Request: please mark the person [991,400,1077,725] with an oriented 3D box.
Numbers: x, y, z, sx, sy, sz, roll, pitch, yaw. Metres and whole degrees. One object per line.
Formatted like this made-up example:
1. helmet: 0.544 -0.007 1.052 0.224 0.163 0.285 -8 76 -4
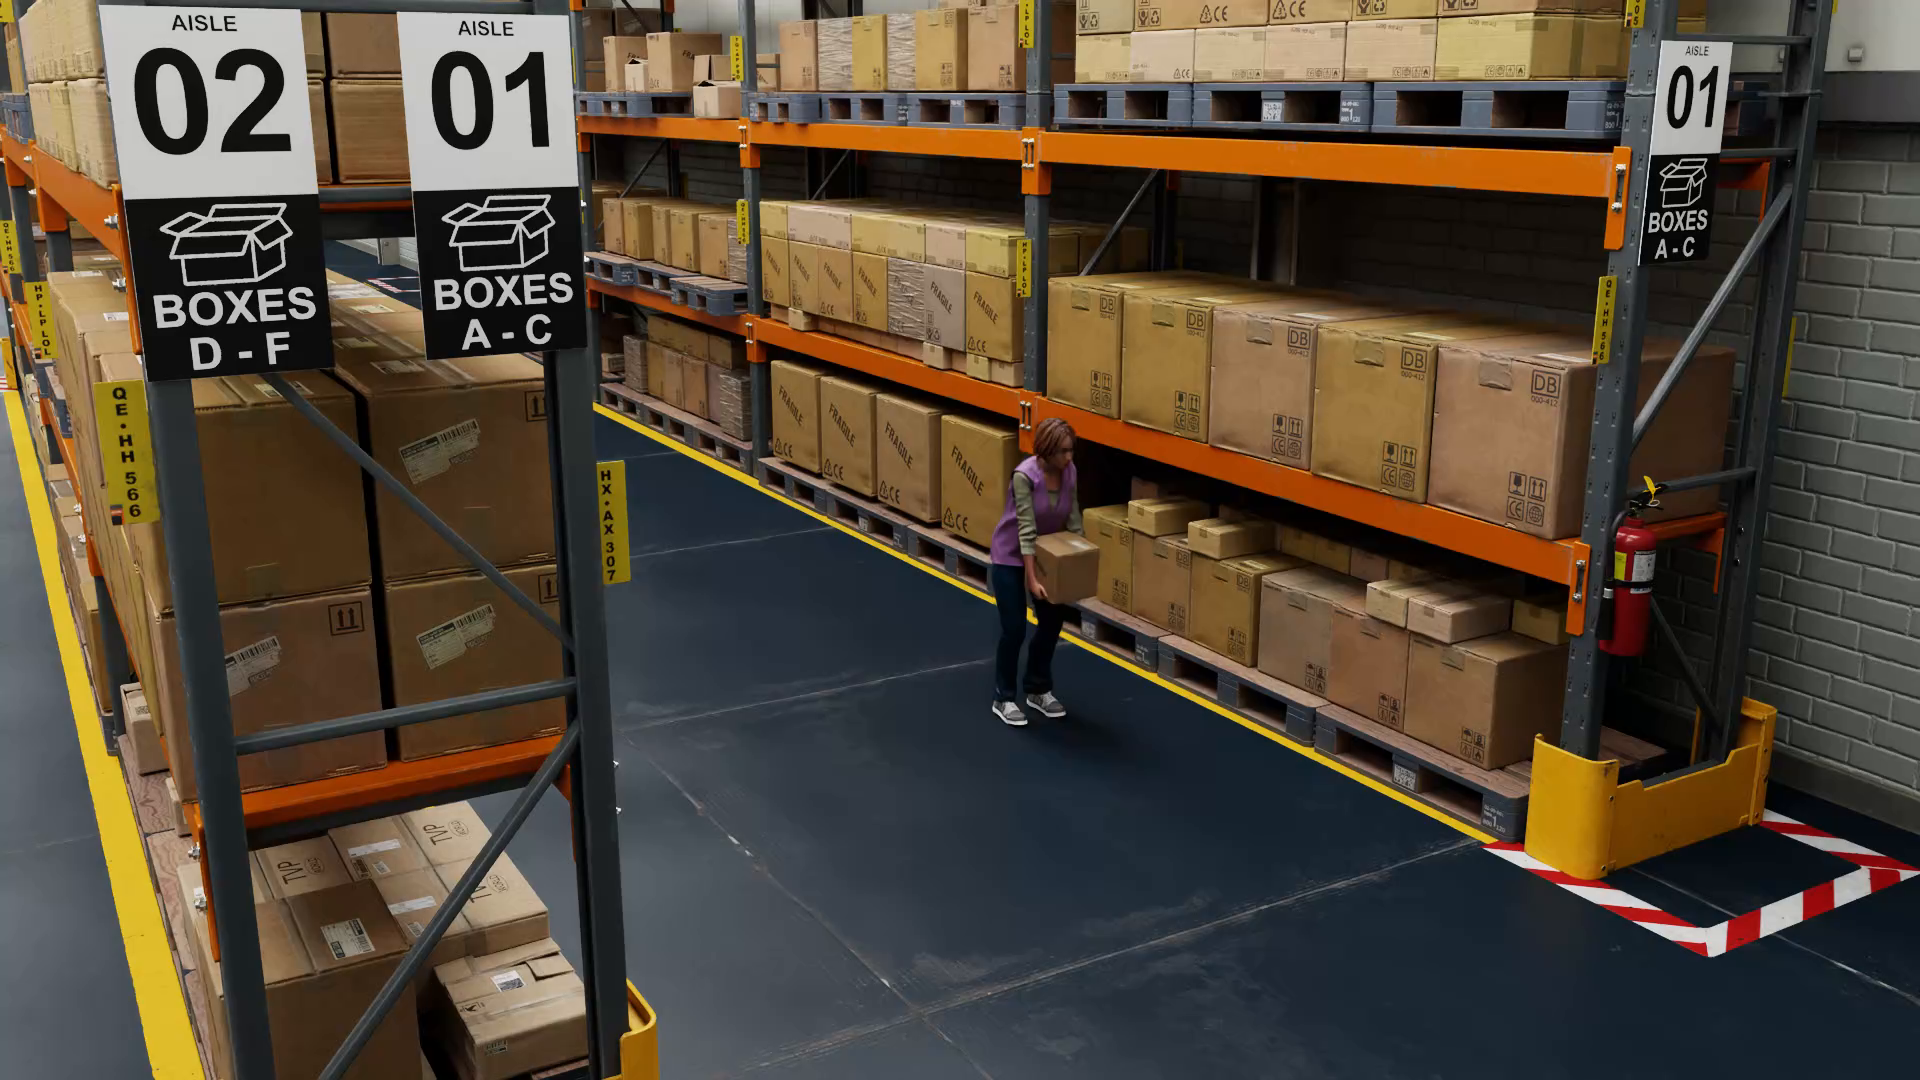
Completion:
1. person: 0.378 0.129 8.096 0.375 1.584 0.499 -9 18 -31
